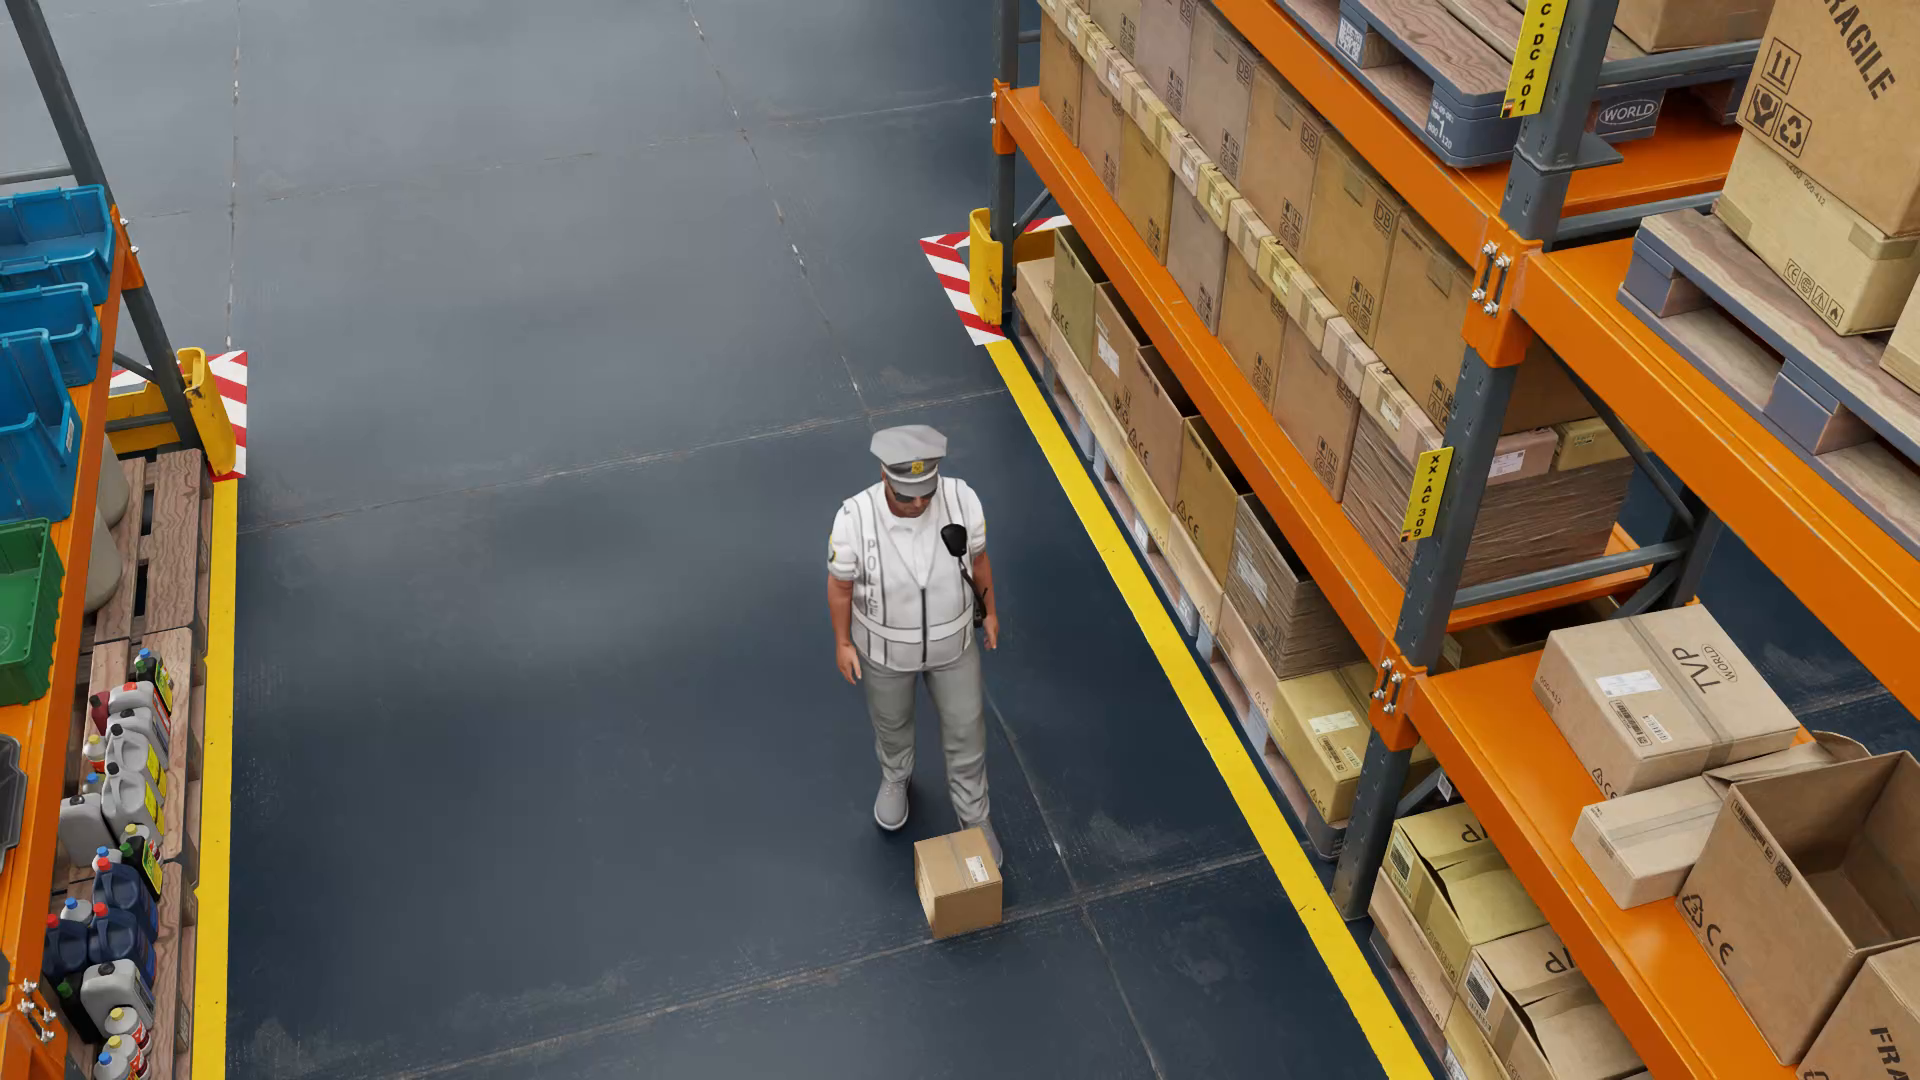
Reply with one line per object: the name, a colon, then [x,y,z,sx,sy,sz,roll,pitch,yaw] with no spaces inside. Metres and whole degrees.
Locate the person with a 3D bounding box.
person: [-0.118,0.412,5.680,0.599,1.747,0.643,-8,43,-9]
